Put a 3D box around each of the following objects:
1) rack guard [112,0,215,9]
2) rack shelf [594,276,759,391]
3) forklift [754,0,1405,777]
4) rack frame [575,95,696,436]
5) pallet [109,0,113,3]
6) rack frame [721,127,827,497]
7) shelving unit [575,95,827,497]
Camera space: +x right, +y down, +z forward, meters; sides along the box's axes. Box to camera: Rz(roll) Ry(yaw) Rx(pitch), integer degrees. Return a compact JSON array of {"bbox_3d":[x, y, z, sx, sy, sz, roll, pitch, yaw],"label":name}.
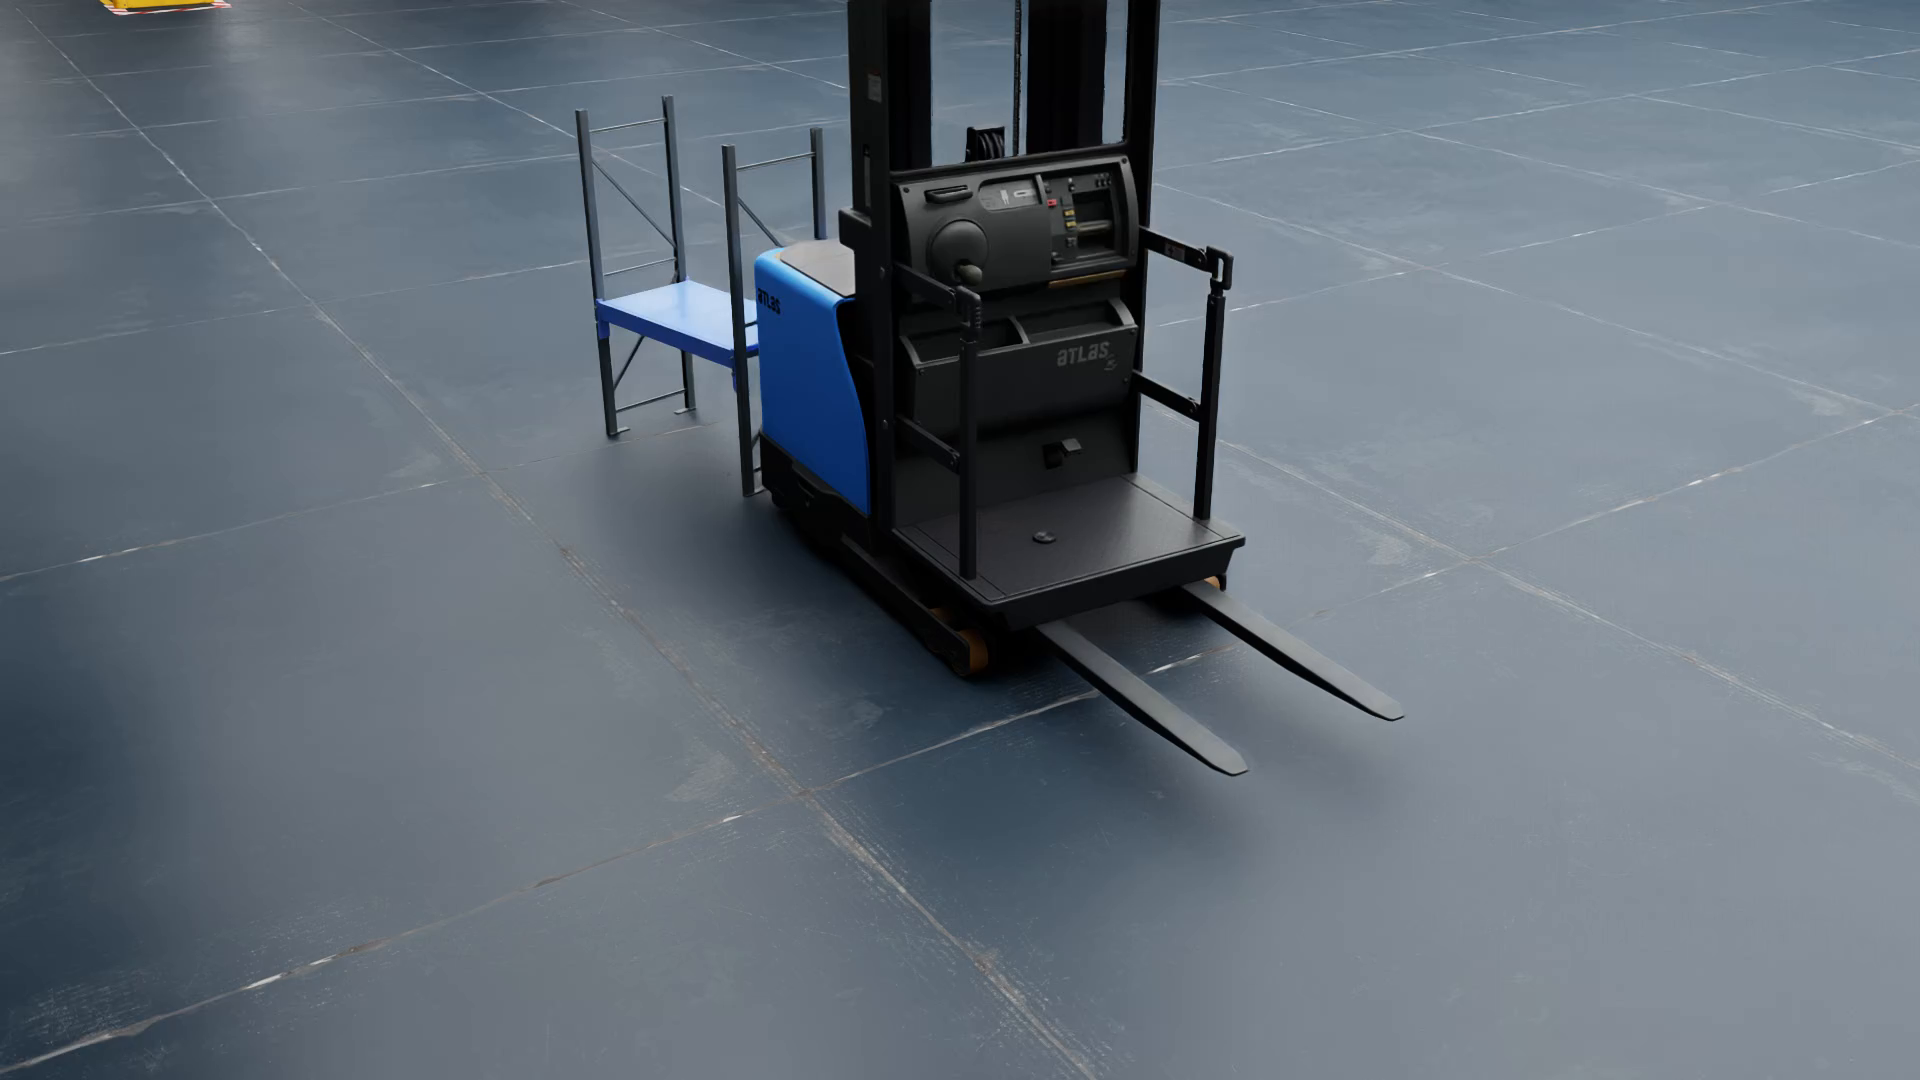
[{"bbox_3d":[-10.178,-7.085,21.172,1.175,0.500,0.348,-16,29,-30],"label":"rack guard"},{"bbox_3d":[-1.111,-0.931,7.386,1.000,0.185,0.538,23,34,39],"label":"rack shelf"},{"bbox_3d":[0.323,-1.077,5.598,1.130,2.935,3.031,-14,29,-27],"label":"forklift"},{"bbox_3d":[-1.472,-1.246,7.633,0.032,1.500,0.500,23,34,39],"label":"rack frame"},{"bbox_3d":[-10.644,-7.226,21.810,1.003,0.211,1.213,-16,29,-30],"label":"pallet"},{"bbox_3d":[-0.749,-0.941,6.987,0.032,1.500,0.500,23,34,39],"label":"rack frame"},{"bbox_3d":[-1.111,-1.094,7.310,1.048,1.500,0.538,23,34,39],"label":"shelving unit"}]
